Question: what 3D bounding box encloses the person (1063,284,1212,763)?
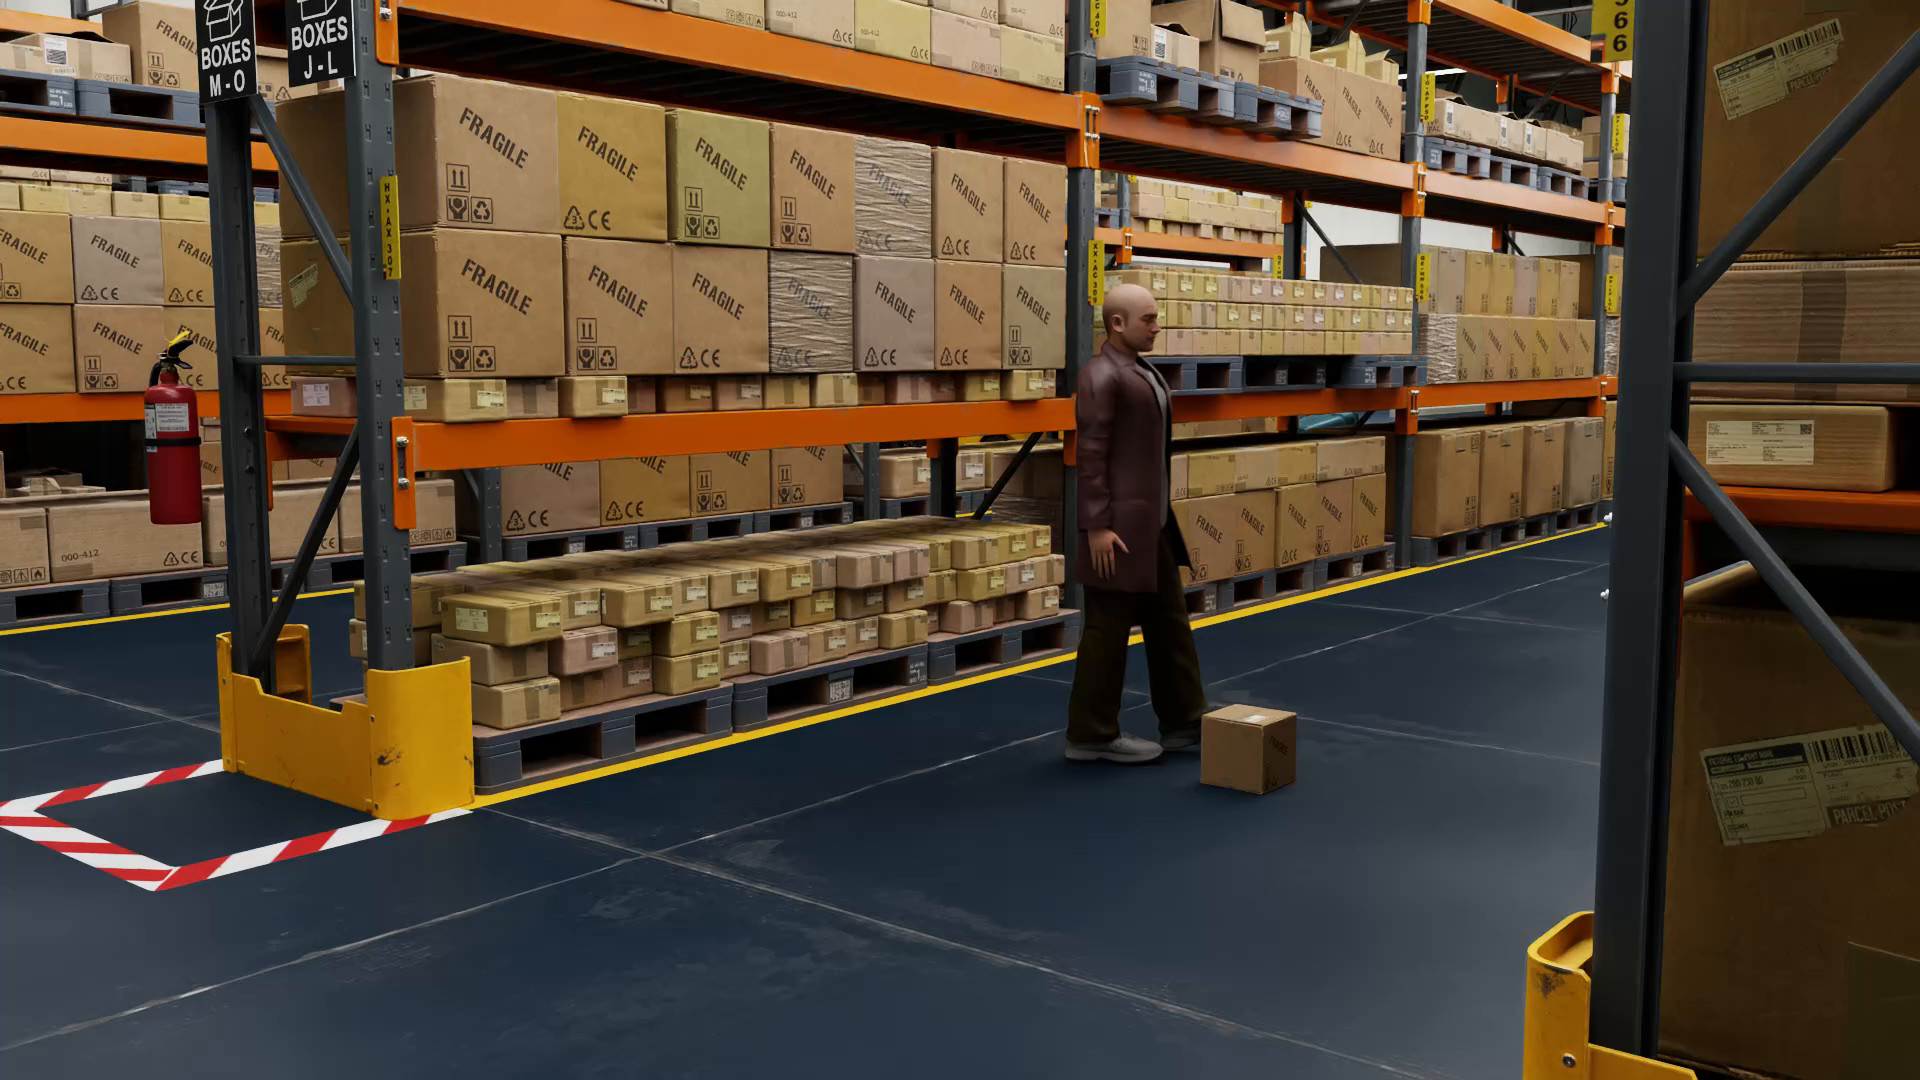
[{"bbox_3d":[0.739,-0.053,6.166,0.663,1.777,0.620,3,7,24],"label":"person"}]
